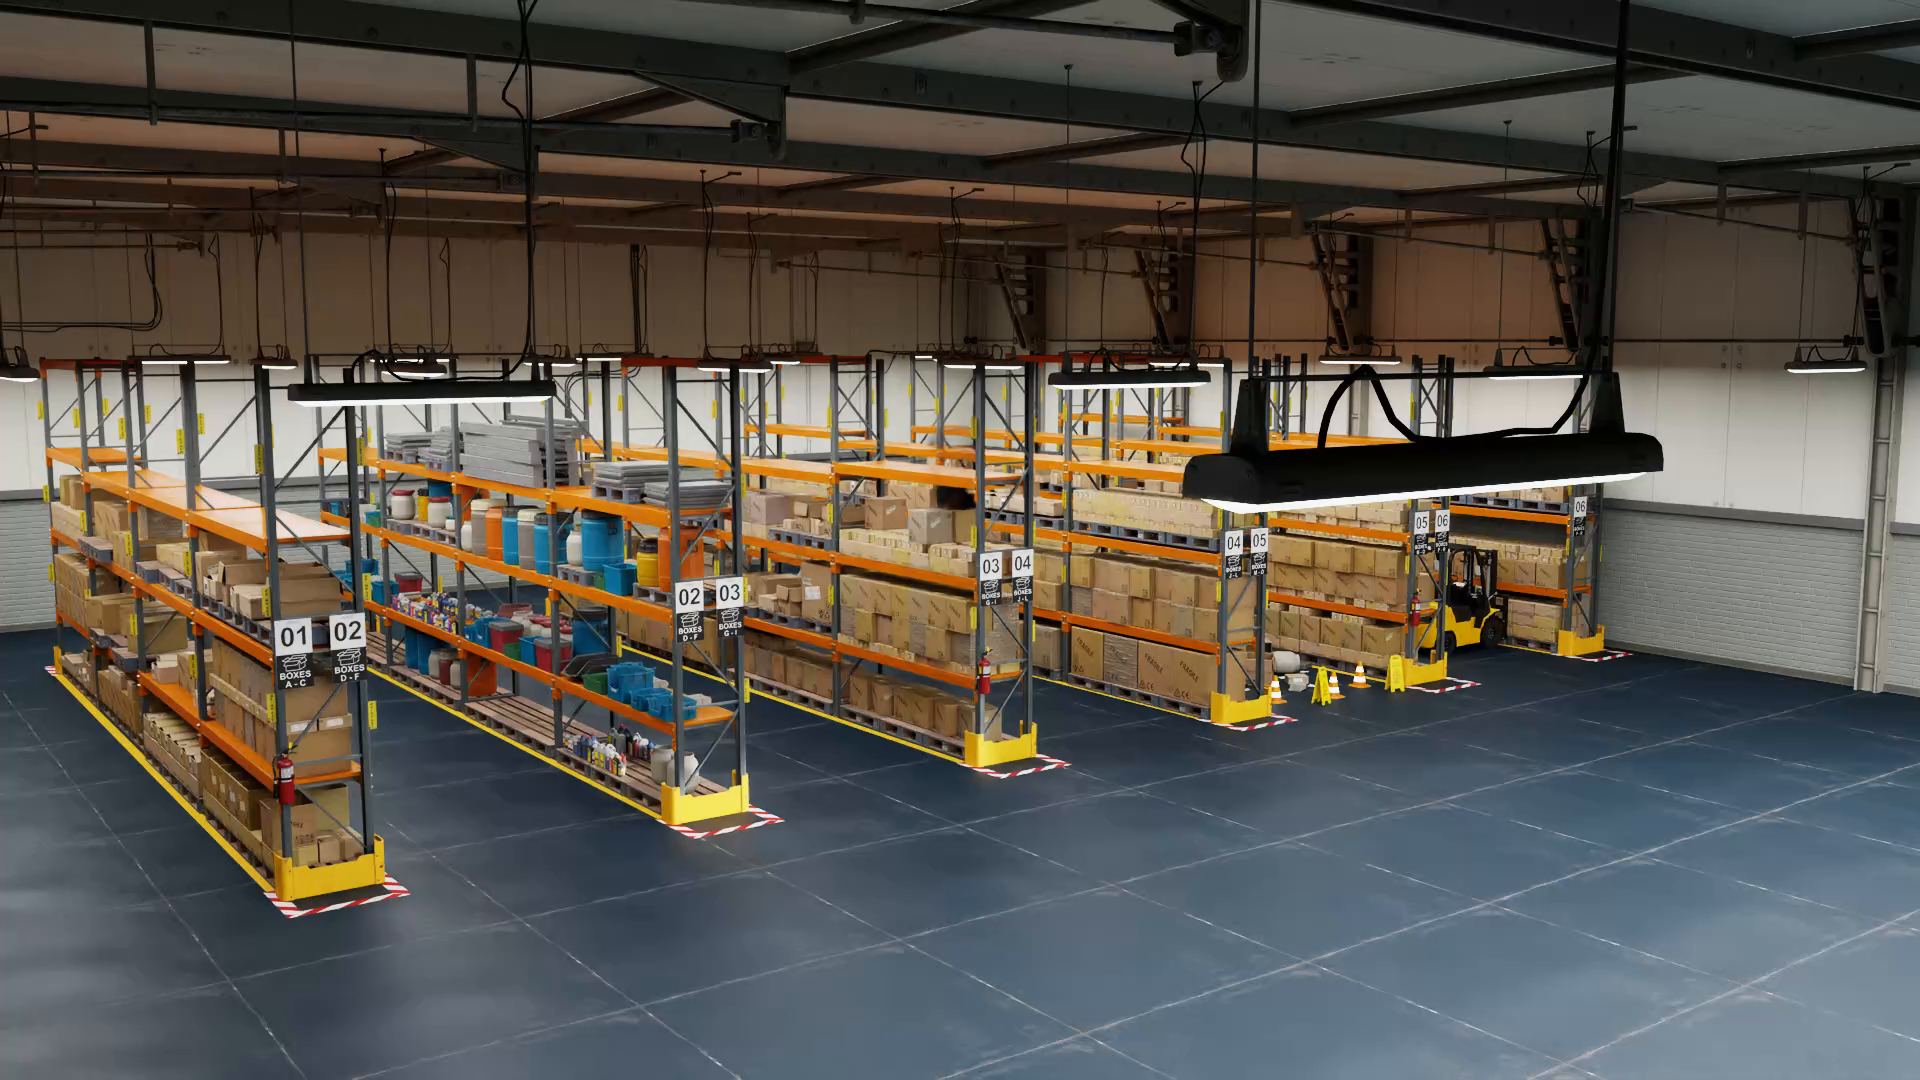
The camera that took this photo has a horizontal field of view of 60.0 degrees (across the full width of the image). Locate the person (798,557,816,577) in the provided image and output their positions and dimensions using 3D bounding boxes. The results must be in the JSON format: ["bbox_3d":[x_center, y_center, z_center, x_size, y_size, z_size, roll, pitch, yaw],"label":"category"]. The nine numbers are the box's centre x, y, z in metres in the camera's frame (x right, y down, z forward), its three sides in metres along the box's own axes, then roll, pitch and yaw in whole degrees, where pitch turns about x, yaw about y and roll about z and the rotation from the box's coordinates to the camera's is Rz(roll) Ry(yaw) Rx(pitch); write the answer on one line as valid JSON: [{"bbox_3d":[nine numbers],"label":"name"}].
[{"bbox_3d":[-3.194,1.166,35.929,0.672,1.732,0.592,-5,9,-38],"label":"person"}]

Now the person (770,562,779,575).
[{"bbox_3d":[-3.936,1.338,34.468,0.634,1.789,0.893,-7,10,-44],"label":"person"}]
